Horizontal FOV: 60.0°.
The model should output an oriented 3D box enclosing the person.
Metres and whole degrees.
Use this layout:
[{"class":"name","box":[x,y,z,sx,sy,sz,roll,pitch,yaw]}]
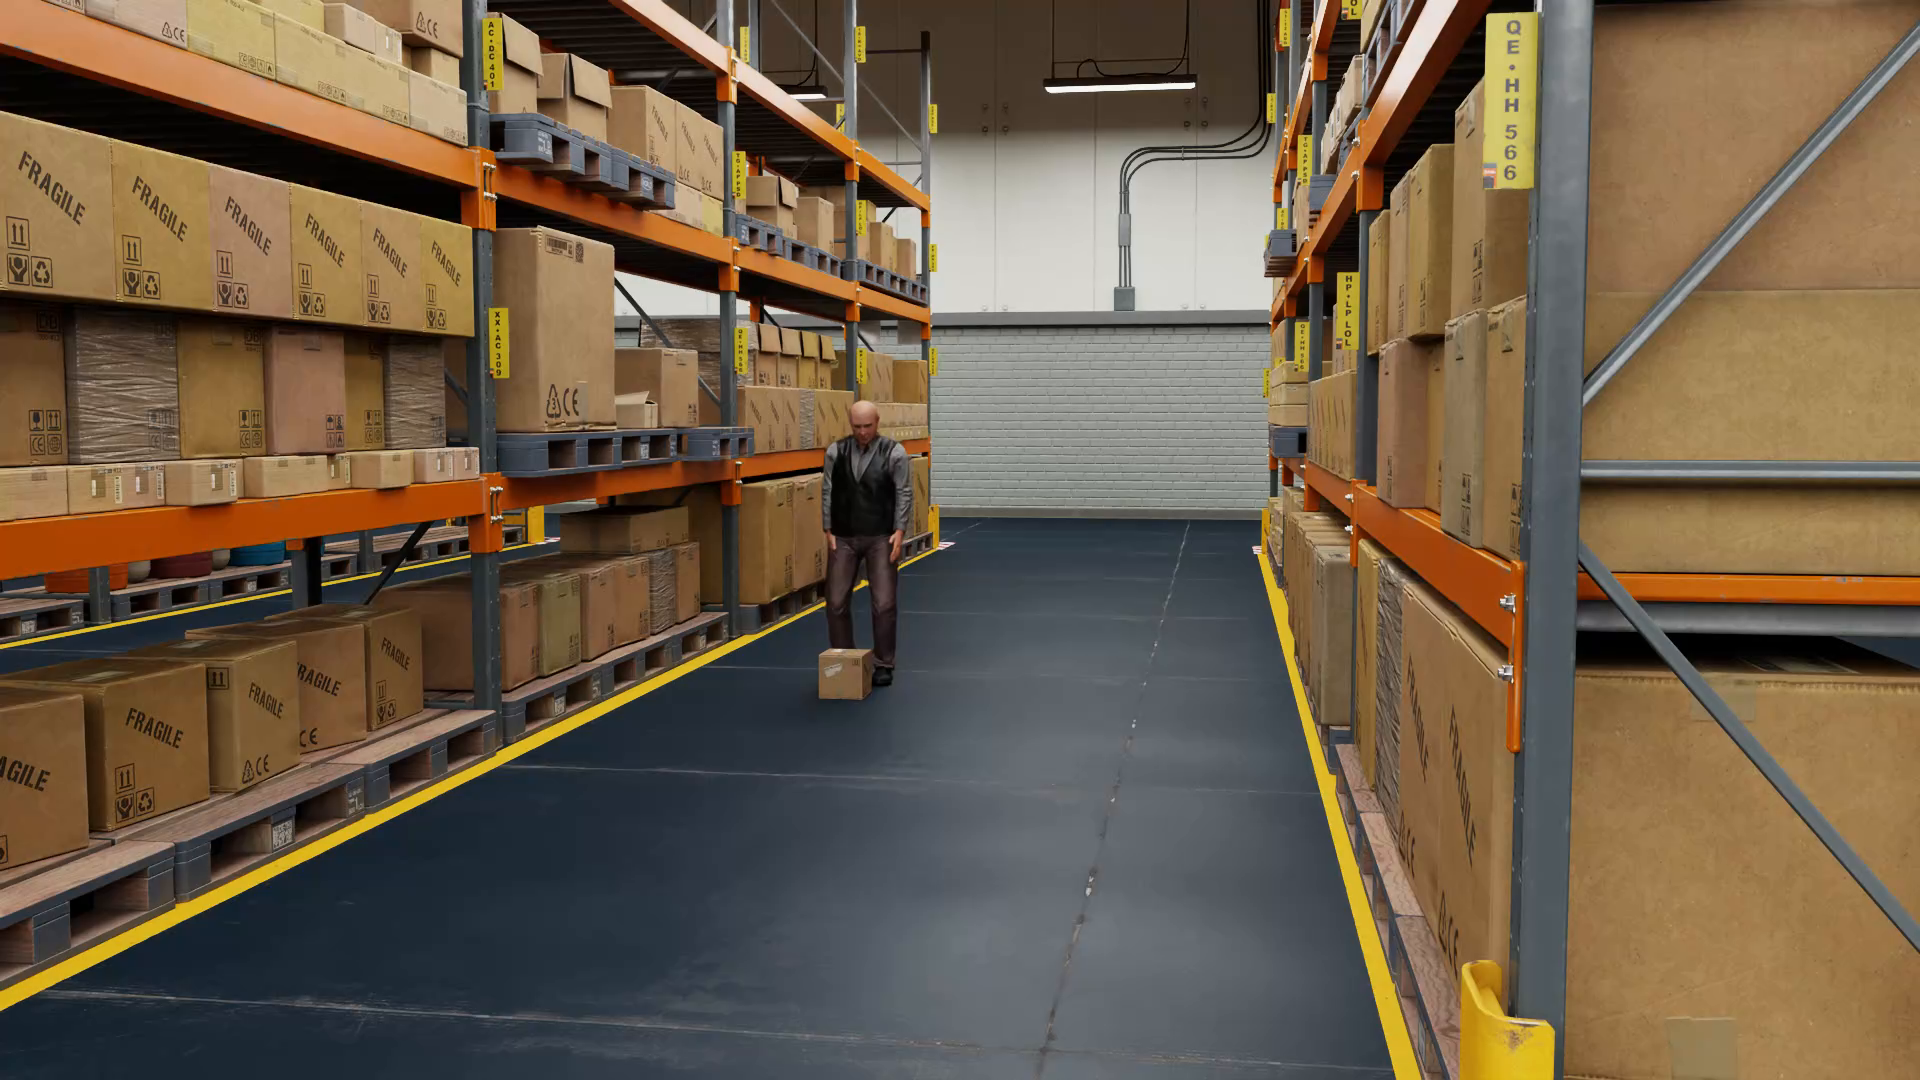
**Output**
[{"class":"person","box":[-0.553,0.015,9.896,0.552,1.686,0.410,1,4,10]}]
